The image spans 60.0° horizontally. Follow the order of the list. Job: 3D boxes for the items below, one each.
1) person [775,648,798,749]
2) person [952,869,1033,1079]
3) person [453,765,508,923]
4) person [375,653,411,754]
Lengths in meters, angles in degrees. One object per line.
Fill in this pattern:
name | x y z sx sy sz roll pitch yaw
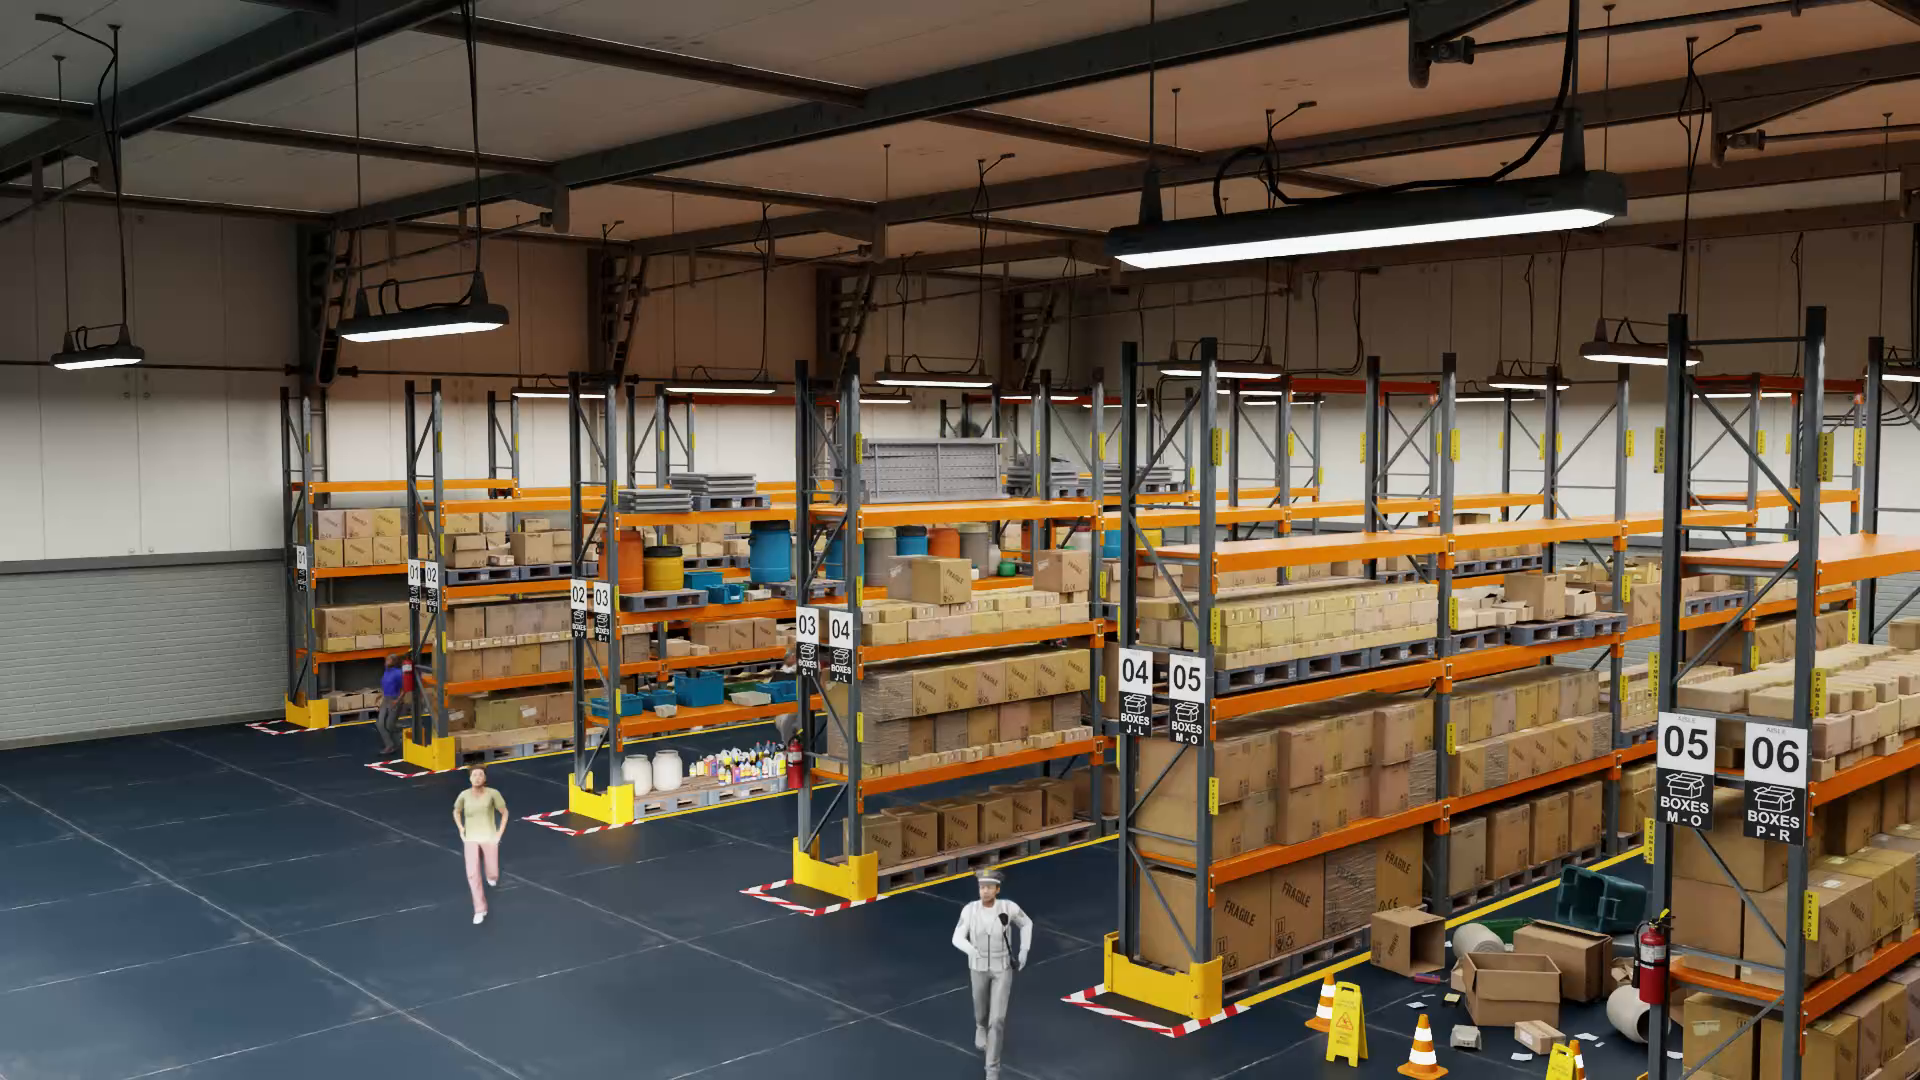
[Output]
person | -2.697 2.590 26.743 0.662 1.744 0.698 3 5 42
person | 0.263 3.462 13.394 0.621 1.724 0.936 1 4 10
person | -5.167 3.230 17.933 0.577 1.628 0.825 -1 4 -15
person | -9.167 2.640 27.003 0.591 1.617 0.601 3 5 36
